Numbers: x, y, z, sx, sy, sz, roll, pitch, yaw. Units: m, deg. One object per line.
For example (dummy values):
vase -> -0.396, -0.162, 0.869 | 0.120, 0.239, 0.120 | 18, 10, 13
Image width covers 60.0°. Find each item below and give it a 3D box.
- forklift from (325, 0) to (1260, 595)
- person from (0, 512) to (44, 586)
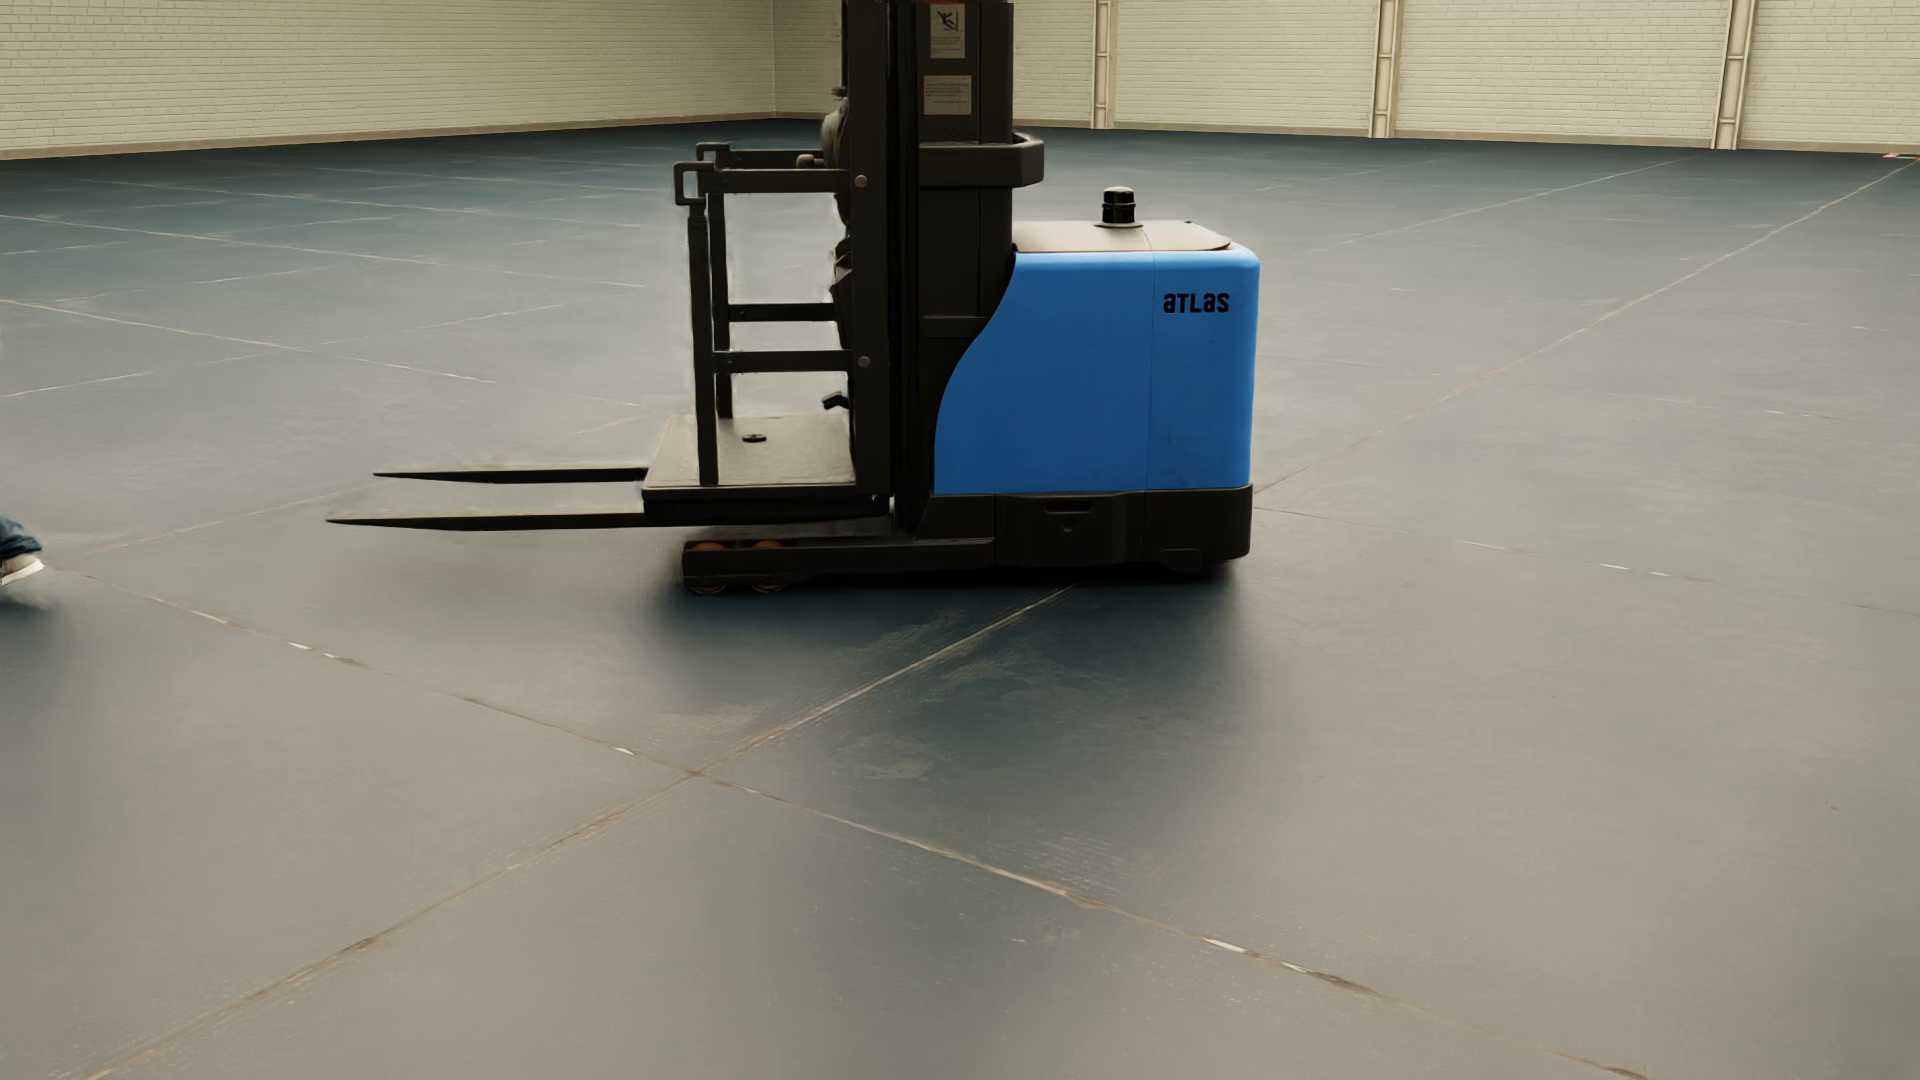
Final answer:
forklift -> -0.576, -1.386, 5.467 | 3.031, 2.935, 1.130 | -1, 17, -5
person -> -3.342, -0.590, 5.387 | 0.778, 1.435, 0.777 | -2, 17, -6
